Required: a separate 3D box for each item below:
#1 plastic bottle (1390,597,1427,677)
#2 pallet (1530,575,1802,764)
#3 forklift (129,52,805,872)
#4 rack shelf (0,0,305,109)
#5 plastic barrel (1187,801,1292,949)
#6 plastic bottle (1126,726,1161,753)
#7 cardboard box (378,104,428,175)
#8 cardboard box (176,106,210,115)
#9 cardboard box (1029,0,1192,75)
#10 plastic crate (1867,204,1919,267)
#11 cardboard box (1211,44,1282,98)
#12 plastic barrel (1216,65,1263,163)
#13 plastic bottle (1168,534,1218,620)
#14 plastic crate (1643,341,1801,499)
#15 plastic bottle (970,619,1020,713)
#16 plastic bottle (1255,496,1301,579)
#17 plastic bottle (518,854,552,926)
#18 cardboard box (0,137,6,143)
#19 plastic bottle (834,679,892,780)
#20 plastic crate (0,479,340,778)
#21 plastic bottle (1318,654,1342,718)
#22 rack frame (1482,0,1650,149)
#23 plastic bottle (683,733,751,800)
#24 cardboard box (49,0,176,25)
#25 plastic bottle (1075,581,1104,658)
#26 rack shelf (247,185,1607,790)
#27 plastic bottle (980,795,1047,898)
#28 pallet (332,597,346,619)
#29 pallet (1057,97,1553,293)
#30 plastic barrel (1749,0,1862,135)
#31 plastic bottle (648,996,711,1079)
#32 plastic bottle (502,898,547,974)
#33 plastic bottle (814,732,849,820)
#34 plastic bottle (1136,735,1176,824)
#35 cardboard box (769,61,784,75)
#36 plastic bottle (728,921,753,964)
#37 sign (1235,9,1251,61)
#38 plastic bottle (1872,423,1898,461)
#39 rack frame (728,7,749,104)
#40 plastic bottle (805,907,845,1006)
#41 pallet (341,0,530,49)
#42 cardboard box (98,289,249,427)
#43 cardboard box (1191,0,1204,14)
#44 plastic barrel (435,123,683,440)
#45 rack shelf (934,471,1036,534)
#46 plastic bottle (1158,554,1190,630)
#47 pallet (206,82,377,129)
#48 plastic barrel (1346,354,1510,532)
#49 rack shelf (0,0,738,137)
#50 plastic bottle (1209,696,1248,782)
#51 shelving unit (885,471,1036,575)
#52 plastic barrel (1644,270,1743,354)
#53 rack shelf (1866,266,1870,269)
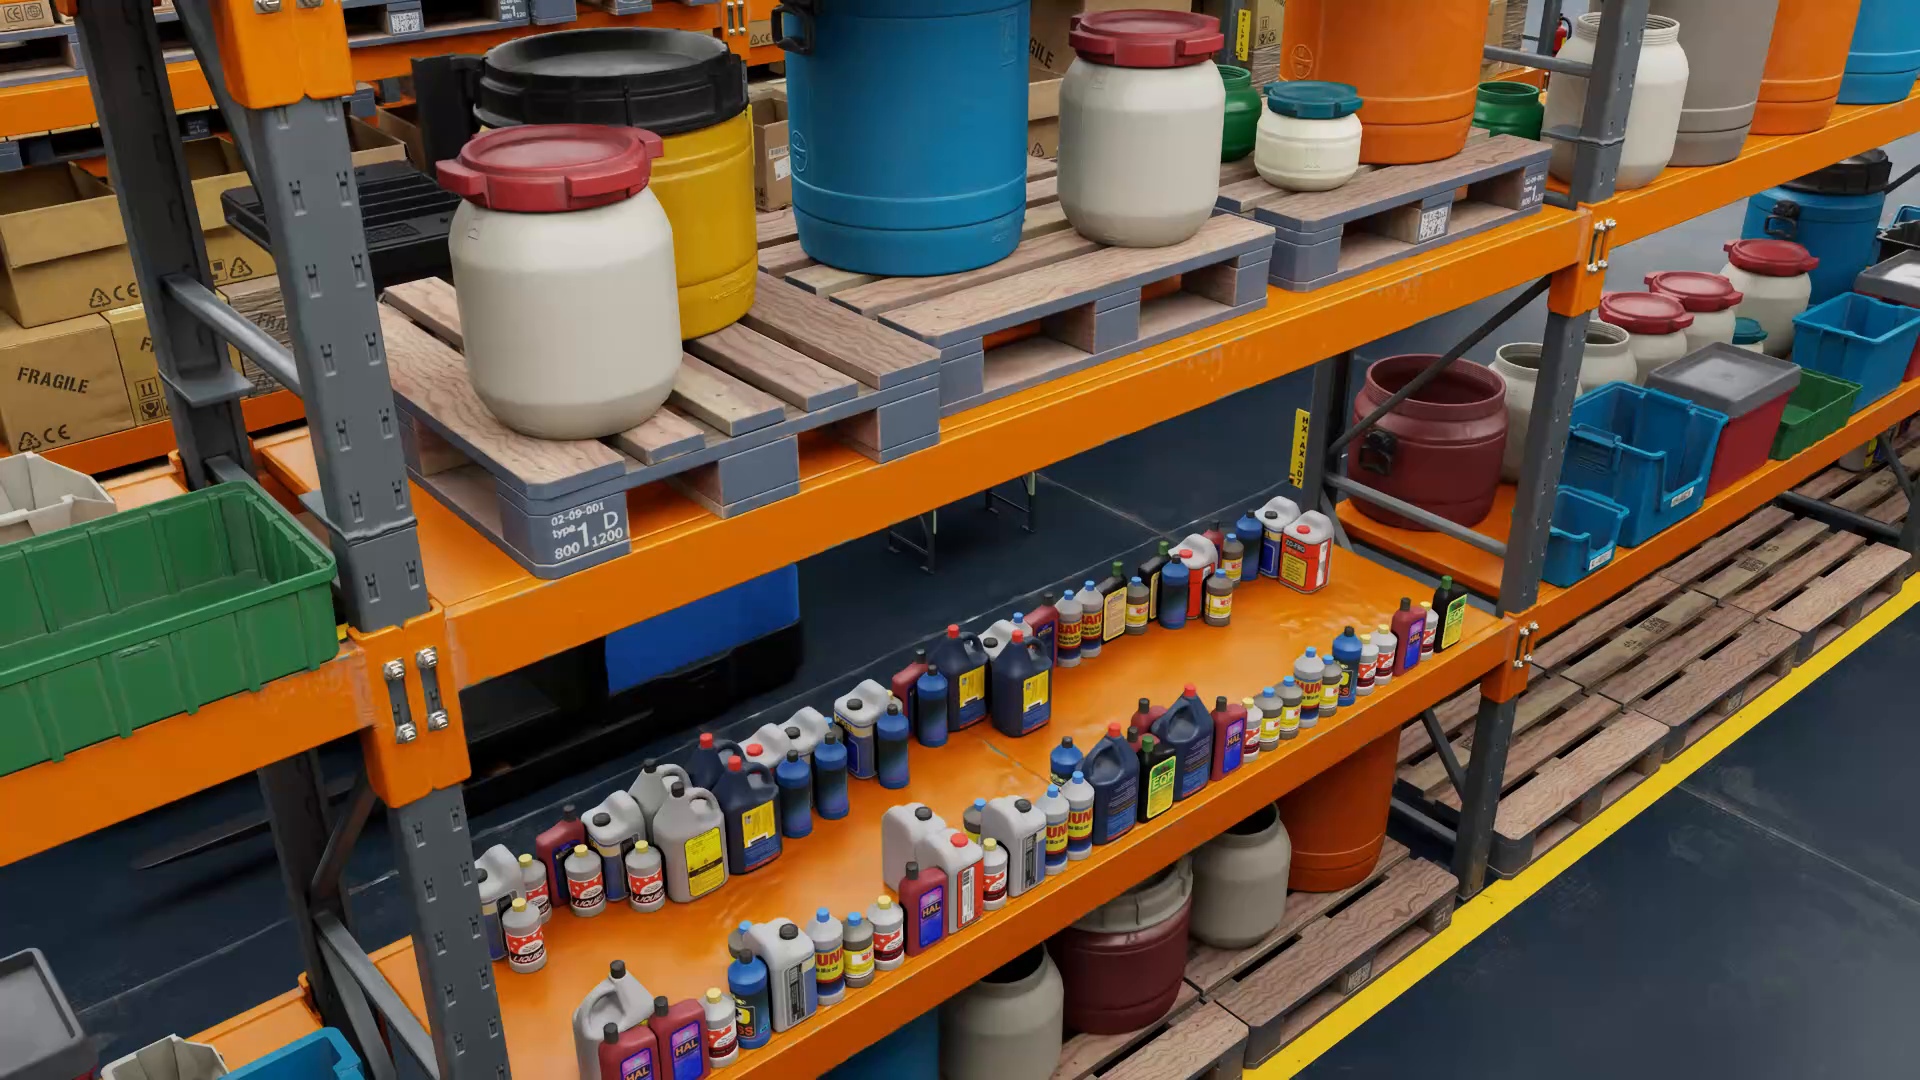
[{"bbox_3d":[1.508,0.312,5.607,0.133,0.283,0.061,-22,35,-35],"label":"plastic bottle"},{"bbox_3d":[3.257,0.549,7.999,1.213,0.211,1.003,-22,35,-35],"label":"pallet"},{"bbox_3d":[-2.213,-0.393,6.876,3.031,2.935,1.130,-21,34,-34],"label":"forklift"},{"bbox_3d":[-2.850,-0.403,1.645,4.000,0.370,1.077,-22,35,-35],"label":"rack shelf"},{"bbox_3d":[0.982,1.186,6.042,0.421,0.512,0.421,0,28,0],"label":"plastic barrel"},{"bbox_3d":[0.533,0.667,4.944,0.133,0.283,0.061,-22,35,-35],"label":"plastic bottle"},{"bbox_3d":[-2.564,-1.933,8.514,0.637,0.503,0.797,-21,35,-34],"label":"cardboard box"},{"bbox_3d":[-5.500,-3.119,11.724,0.250,0.149,0.380,-24,36,-37],"label":"cardboard box"},{"bbox_3d":[0.848,-3.343,11.241,1.000,1.000,1.000,-22,35,-35],"label":"cardboard box"},{"bbox_3d":[5.423,-1.681,9.370,0.616,0.251,0.499,-22,35,-35],"label":"plastic crate"},{"bbox_3d":[1.926,-3.377,11.965,0.500,0.500,0.875,-22,35,-35],"label":"cardboard box"},{"bbox_3d":[0.759,-1.285,5.008,0.294,0.245,0.294,0,28,0],"label":"plastic barrel"},{"bbox_3d":[0.824,0.126,5.963,0.135,0.276,0.152,-22,35,-35],"label":"plastic bottle"},{"bbox_3d":[3.143,-0.499,6.934,0.583,0.464,0.402,-22,35,-35],"label":"plastic crate"},{"bbox_3d":[0.121,0.409,5.434,0.135,0.276,0.152,-22,35,-35],"label":"plastic bottle"},{"bbox_3d":[1.176,-0.015,6.228,0.135,0.276,0.152,-22,35,-35],"label":"plastic bottle"},{"bbox_3d":[-1.168,0.943,4.514,0.097,0.201,0.097,0,28,0],"label":"plastic bottle"},{"bbox_3d":[-6.496,-2.717,10.972,0.250,0.149,0.380,-21,35,-34],"label":"cardboard box"},{"bbox_3d":[-0.298,0.577,5.119,0.135,0.276,0.152,-22,35,-35],"label":"plastic bottle"},{"bbox_3d":[-1.454,0.146,2.837,0.662,0.188,0.450,-22,35,-35],"label":"plastic crate"},{"bbox_3d":[1.187,0.466,5.406,0.097,0.201,0.097,0,28,0],"label":"plastic bottle"},{"bbox_3d":[1.715,-2.732,4.816,0.127,3.000,1.000,-22,35,-35],"label":"rack frame"},{"bbox_3d":[-0.701,0.704,4.803,0.185,0.351,0.144,-22,35,-35],"label":"plastic bottle"},{"bbox_3d":[-3.650,-2.411,7.046,0.500,0.311,0.500,-23,36,-37],"label":"cardboard box"},{"bbox_3d":[0.441,0.265,5.708,0.097,0.271,0.097,0,28,0],"label":"plastic bottle"},{"bbox_3d":[0.193,-0.480,4.547,4.000,0.370,1.077,-22,35,-35],"label":"rack shelf"},{"bbox_3d":[0.152,0.833,4.641,0.135,0.276,0.152,-22,35,-35],"label":"plastic bottle"},{"bbox_3d":[-3.076,-0.047,9.115,1.213,0.211,1.003,-22,35,-35],"label":"pallet"},{"bbox_3d":[1.069,-1.127,5.195,1.213,0.211,1.003,-22,35,-35],"label":"pallet"},{"bbox_3d":[2.978,-1.972,6.120,0.708,0.830,0.600,-22,35,-35],"label":"plastic barrel"},{"bbox_3d":[-0.671,1.188,3.967,0.133,0.283,0.061,-22,35,-35],"label":"plastic bottle"},{"bbox_3d":[-1.143,1.027,4.356,0.097,0.201,0.097,0,28,0],"label":"plastic bottle"},{"bbox_3d":[-0.379,0.689,4.914,0.097,0.271,0.097,0,28,0],"label":"plastic bottle"},{"bbox_3d":[0.572,0.689,4.903,0.133,0.283,0.061,-22,35,-35],"label":"plastic bottle"},{"bbox_3d":[-2.245,-5.088,18.093,0.503,0.637,0.797,-22,35,-35],"label":"cardboard box"},{"bbox_3d":[-0.546,1.069,4.278,0.097,0.201,0.097,0,28,0],"label":"plastic bottle"},{"bbox_3d":[1.906,-3.399,11.199,0.005,0.325,0.100,-22,35,-35],"label":"sign"},{"bbox_3d":[5.322,-0.617,9.644,0.135,0.276,0.152,-22,35,-35],"label":"plastic bottle"},{"bbox_3d":[-1.500,-1.863,9.553,0.127,3.000,1.000,-22,35,-35],"label":"rack frame"},{"bbox_3d":[-0.344,1.051,4.237,0.097,0.271,0.097,0,28,0],"label":"plastic bottle"},{"bbox_3d":[-2.804,-2.543,7.844,1.213,0.211,1.003,-20,34,-33],"label":"pallet"},{"bbox_3d":[-3.649,-0.888,7.623,0.500,0.500,0.500,-22,35,-35],"label":"cardboard box"},{"bbox_3d":[1.707,-3.939,11.955,0.500,0.500,0.500,-22,35,-35],"label":"cardboard box"},{"bbox_3d":[-0.765,-0.502,3.235,0.433,0.535,0.433,0,28,0],"label":"plastic barrel"},{"bbox_3d":[0.005,-0.376,9.054,0.720,0.370,0.431,-22,35,-35],"label":"rack shelf"},{"bbox_3d":[0.757,0.176,5.875,0.097,0.271,0.097,0,28,0],"label":"plastic bottle"},{"bbox_3d":[-5.115,-3.331,12.504,1.003,0.211,1.213,-22,35,-35],"label":"pallet"},{"bbox_3d":[1.871,-0.397,6.666,0.708,0.536,0.600,-22,35,-35],"label":"plastic barrel"},{"bbox_3d":[-3.021,-2.256,7.870,4.000,0.370,1.077,-22,35,-35],"label":"rack shelf"},{"bbox_3d":[0.814,0.591,5.085,0.133,0.283,0.061,-22,35,-35],"label":"plastic bottle"},{"bbox_3d":[0.005,-0.664,8.900,0.755,1.500,0.431,-22,35,-35],"label":"shelving unit"},{"bbox_3d":[3.329,-0.932,7.667,0.433,0.535,0.433,0,28,0],"label":"plastic barrel"},{"bbox_3d":[6.279,-1.605,9.834,4.000,0.370,1.077,-22,35,-35],"label":"rack shelf"}]
